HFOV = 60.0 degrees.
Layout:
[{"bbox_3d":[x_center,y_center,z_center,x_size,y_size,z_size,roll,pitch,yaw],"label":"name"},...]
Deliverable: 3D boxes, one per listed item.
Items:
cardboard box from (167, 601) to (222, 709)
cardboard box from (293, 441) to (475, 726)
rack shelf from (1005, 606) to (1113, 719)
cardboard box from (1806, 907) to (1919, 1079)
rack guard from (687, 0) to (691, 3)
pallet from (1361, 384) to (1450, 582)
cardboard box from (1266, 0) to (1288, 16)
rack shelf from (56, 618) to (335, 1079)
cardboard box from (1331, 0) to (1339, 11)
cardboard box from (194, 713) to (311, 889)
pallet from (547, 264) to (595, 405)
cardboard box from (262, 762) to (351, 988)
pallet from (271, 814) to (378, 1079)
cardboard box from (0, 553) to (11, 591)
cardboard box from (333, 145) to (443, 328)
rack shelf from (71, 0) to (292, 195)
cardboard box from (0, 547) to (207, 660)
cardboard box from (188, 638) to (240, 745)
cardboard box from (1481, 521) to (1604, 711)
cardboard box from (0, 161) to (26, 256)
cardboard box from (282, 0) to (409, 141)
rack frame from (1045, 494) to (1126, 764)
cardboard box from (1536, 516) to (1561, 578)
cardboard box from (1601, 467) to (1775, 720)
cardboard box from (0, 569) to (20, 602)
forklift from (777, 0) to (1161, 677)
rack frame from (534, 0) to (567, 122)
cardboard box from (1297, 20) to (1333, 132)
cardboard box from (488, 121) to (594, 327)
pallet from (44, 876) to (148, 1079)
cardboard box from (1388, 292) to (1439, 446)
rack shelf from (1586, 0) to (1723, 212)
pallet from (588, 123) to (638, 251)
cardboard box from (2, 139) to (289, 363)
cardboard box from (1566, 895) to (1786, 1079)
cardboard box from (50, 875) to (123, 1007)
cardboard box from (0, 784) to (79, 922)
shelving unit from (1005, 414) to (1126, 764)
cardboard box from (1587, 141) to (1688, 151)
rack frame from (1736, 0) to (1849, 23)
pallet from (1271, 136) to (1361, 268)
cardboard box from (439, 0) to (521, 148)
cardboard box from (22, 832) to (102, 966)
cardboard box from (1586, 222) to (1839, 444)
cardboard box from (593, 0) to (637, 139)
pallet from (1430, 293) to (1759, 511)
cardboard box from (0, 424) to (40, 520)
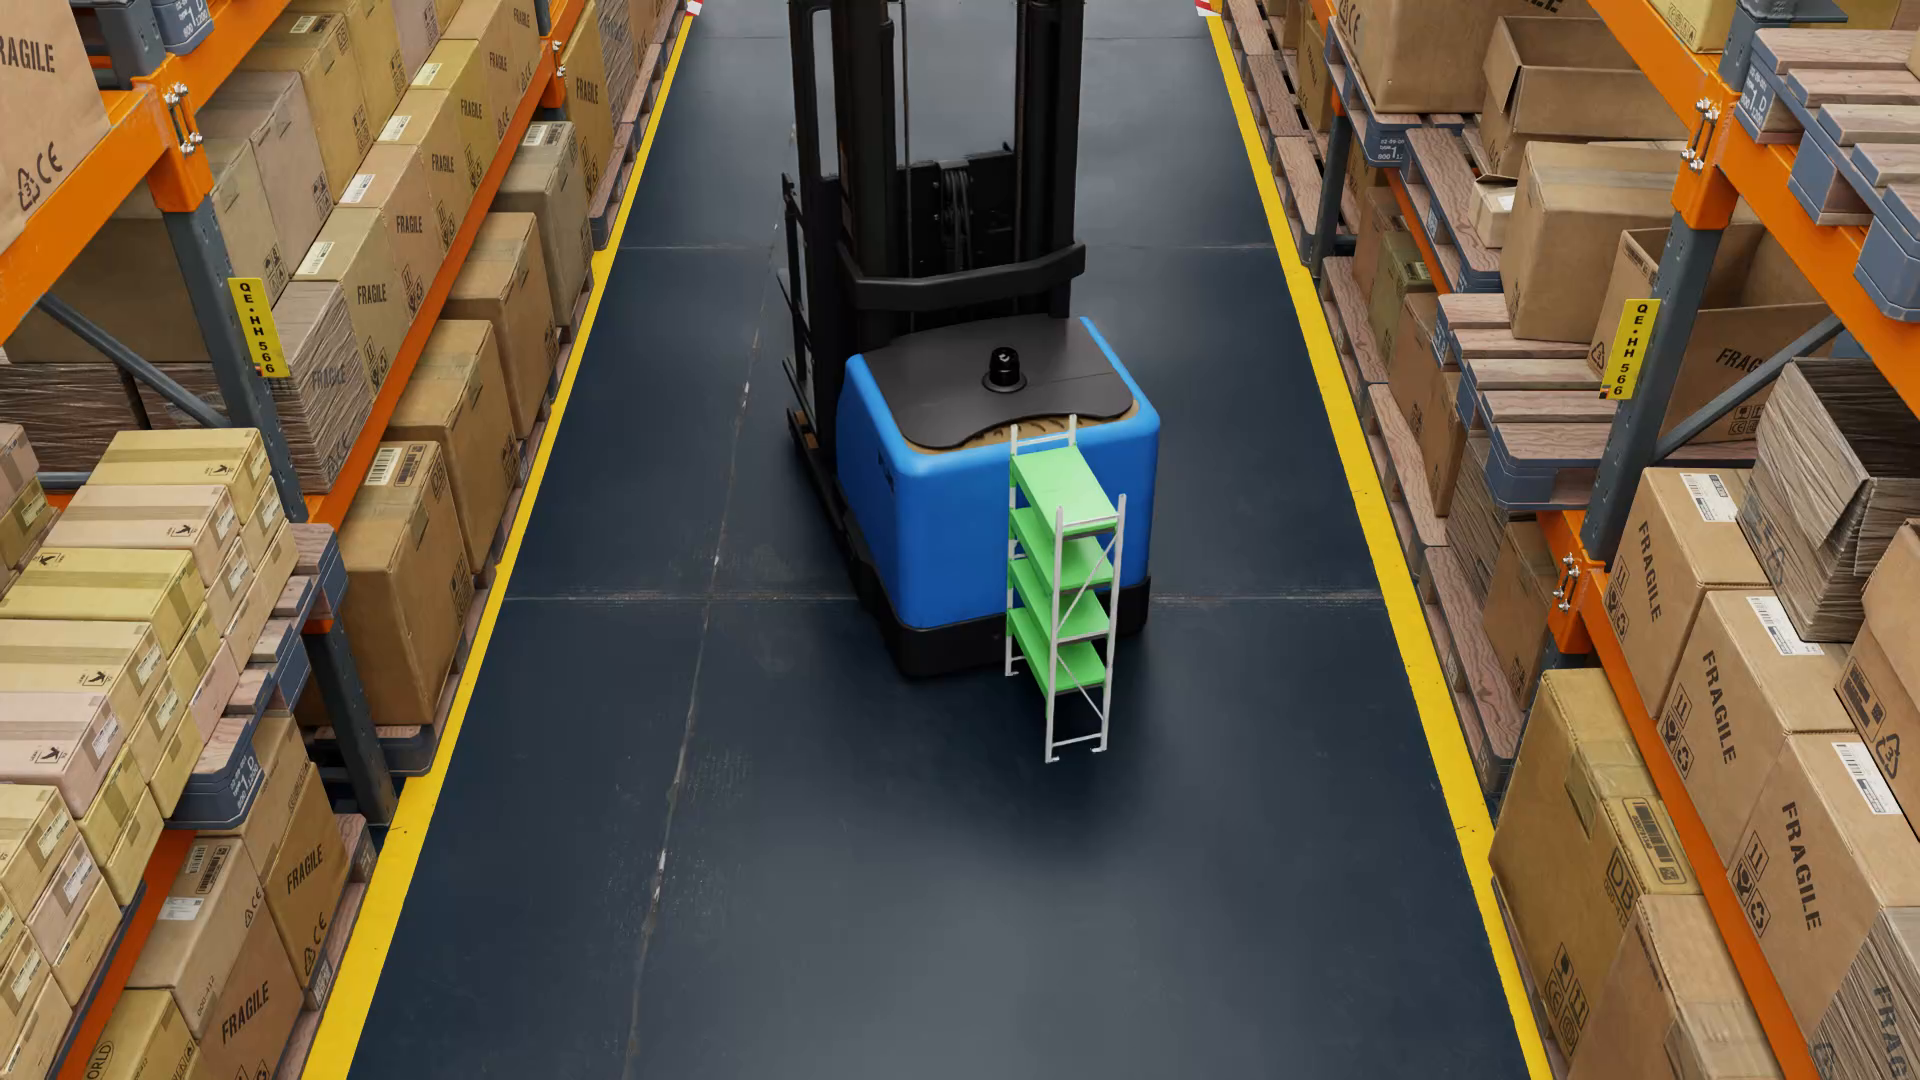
[{"bbox_3d":[-2.083,0.283,4.126,0.380,0.149,0.250,1,39,1],"label":"cardboard box"},{"bbox_3d":[-2.454,0.158,6.118,1.050,0.750,0.750,-1,39,-1],"label":"cardboard box"},{"bbox_3d":[0.365,0.432,6.238,0.258,0.148,0.480,-11,40,-13],"label":"rack shelf"},{"bbox_3d":[2.151,1.105,3.393,0.500,0.500,0.500,0,39,0],"label":"cardboard box"},{"bbox_3d":[-2.553,-4.218,12.114,1.175,0.500,0.348,0,39,0],"label":"rack guard"},{"bbox_3d":[2.419,-0.278,7.427,1.003,0.211,1.213,0,39,0],"label":"pallet"},{"bbox_3d":[2.391,-3.917,11.402,0.500,0.500,0.500,7,39,8],"label":"cardboard box"},{"bbox_3d":[-2.541,1.356,3.735,1.077,0.370,4.000,0,39,0],"label":"rack shelf"},{"bbox_3d":[2.127,-2.810,8.559,0.380,0.149,0.250,0,39,0],"label":"cardboard box"},{"bbox_3d":[-2.281,0.771,4.953,0.500,0.250,0.500,-1,39,-1],"label":"cardboard box"},{"bbox_3d":[-2.472,-1.106,8.462,1.003,0.211,1.213,0,39,0],"label":"pallet"},{"bbox_3d":[-2.281,1.047,5.208,0.500,0.500,0.500,0,39,0],"label":"cardboard box"},{"bbox_3d":[-2.544,1.401,5.333,1.003,0.211,1.213,0,39,0],"label":"pallet"},{"bbox_3d":[-2.741,0.115,4.336,0.380,0.149,0.250,2,39,2],"label":"cardboard box"},{"bbox_3d":[-2.278,-1.129,6.180,0.500,0.500,0.500,0,39,0],"label":"cardboard box"},{"bbox_3d":[-2.546,-2.316,5.918,1.077,0.370,4.000,0,39,0],"label":"rack shelf"},{"bbox_3d":[-2.086,0.153,4.049,0.380,0.149,0.250,1,39,1],"label":"cardboard box"},{"bbox_3d":[-2.084,0.383,4.239,0.380,0.149,0.250,1,39,1],"label":"cardboard box"},{"bbox_3d":[2.396,0.269,6.163,0.700,0.500,0.500,-2,39,-2],"label":"cardboard box"},{"bbox_3d":[-2.275,-0.716,3.266,0.500,0.500,0.500,0,39,0],"label":"cardboard box"},{"bbox_3d":[-2.540,-1.842,6.271,0.700,0.500,0.500,0,39,0],"label":"cardboard box"},{"bbox_3d":[0.434,0.341,5.865,0.240,1.200,0.015,-11,40,-13],"label":"rack frame"},{"bbox_3d":[2.386,-0.024,5.928,0.500,0.250,0.500,1,39,2],"label":"cardboard box"},{"bbox_3d":[2.145,0.149,4.585,0.500,0.500,0.500,1,39,1],"label":"cardboard box"},{"bbox_3d":[-2.745,0.206,4.459,0.380,0.149,0.250,2,39,2],"label":"cardboard box"},{"bbox_3d":[-0.170,-1.540,6.828,1.130,2.935,3.031,-11,40,-14],"label":"forklift"},{"bbox_3d":[-2.548,-2.677,8.192,1.000,3.000,0.127,0,39,0],"label":"rack frame"},{"bbox_3d":[2.364,-2.802,10.011,0.500,0.500,0.500,-3,39,-4],"label":"cardboard box"},{"bbox_3d":[-2.457,-1.575,8.280,1.050,0.750,0.750,0,39,0],"label":"cardboard box"},{"bbox_3d":[-2.500,1.137,3.586,1.003,0.211,1.213,0,39,0],"label":"pallet"},{"bbox_3d":[2.374,-0.781,7.474,0.700,0.500,0.500,-3,39,-4],"label":"cardboard box"},{"bbox_3d":[2.414,-2.256,5.844,1.077,0.370,4.000,0,39,0],"label":"rack shelf"},{"bbox_3d":[-2.471,-2.064,9.657,1.003,0.211,1.213,0,39,0],"label":"pallet"},{"bbox_3d":[-2.534,-0.886,5.077,0.700,0.500,0.500,0,39,0],"label":"cardboard box"},{"bbox_3d":[2.390,1.538,4.295,1.225,0.875,0.875,0,39,0],"label":"cardboard box"},{"bbox_3d":[-2.087,0.869,3.632,0.380,0.149,0.250,1,39,1],"label":"cardboard box"},{"bbox_3d":[-2.085,0.641,3.441,0.380,0.149,0.250,2,39,2],"label":"cardboard box"},{"bbox_3d":[0.365,0.195,6.048,0.258,1.200,0.503,-11,40,-13],"label":"shelving unit"},{"bbox_3d":[2.645,-1.270,6.220,0.500,0.250,0.500,-1,39,-1],"label":"cardboard box"},{"bbox_3d":[2.417,-2.457,3.120,1.000,3.000,0.127,0,39,0],"label":"rack frame"},{"bbox_3d":[2.376,-1.949,9.514,1.003,0.211,1.213,0,39,0],"label":"pallet"},{"bbox_3d":[-2.280,-2.074,7.359,0.500,0.500,0.500,0,39,-1],"label":"cardboard box"},{"bbox_3d":[-2.084,0.758,3.533,0.380,0.149,0.250,1,39,1],"label":"cardboard box"},{"bbox_3d":[2.376,-0.657,5.255,0.500,0.500,0.500,-5,39,-6],"label":"cardboard box"},{"bbox_3d":[-2.484,-2.969,9.919,0.875,0.875,0.875,0,39,0],"label":"cardboard box"},{"bbox_3d":[2.309,-0.487,5.612,1.213,0.211,1.003,0,39,0],"label":"pallet"},{"bbox_3d":[-2.737,-0.182,4.467,0.380,0.149,0.250,0,39,0],"label":"cardboard box"}]
